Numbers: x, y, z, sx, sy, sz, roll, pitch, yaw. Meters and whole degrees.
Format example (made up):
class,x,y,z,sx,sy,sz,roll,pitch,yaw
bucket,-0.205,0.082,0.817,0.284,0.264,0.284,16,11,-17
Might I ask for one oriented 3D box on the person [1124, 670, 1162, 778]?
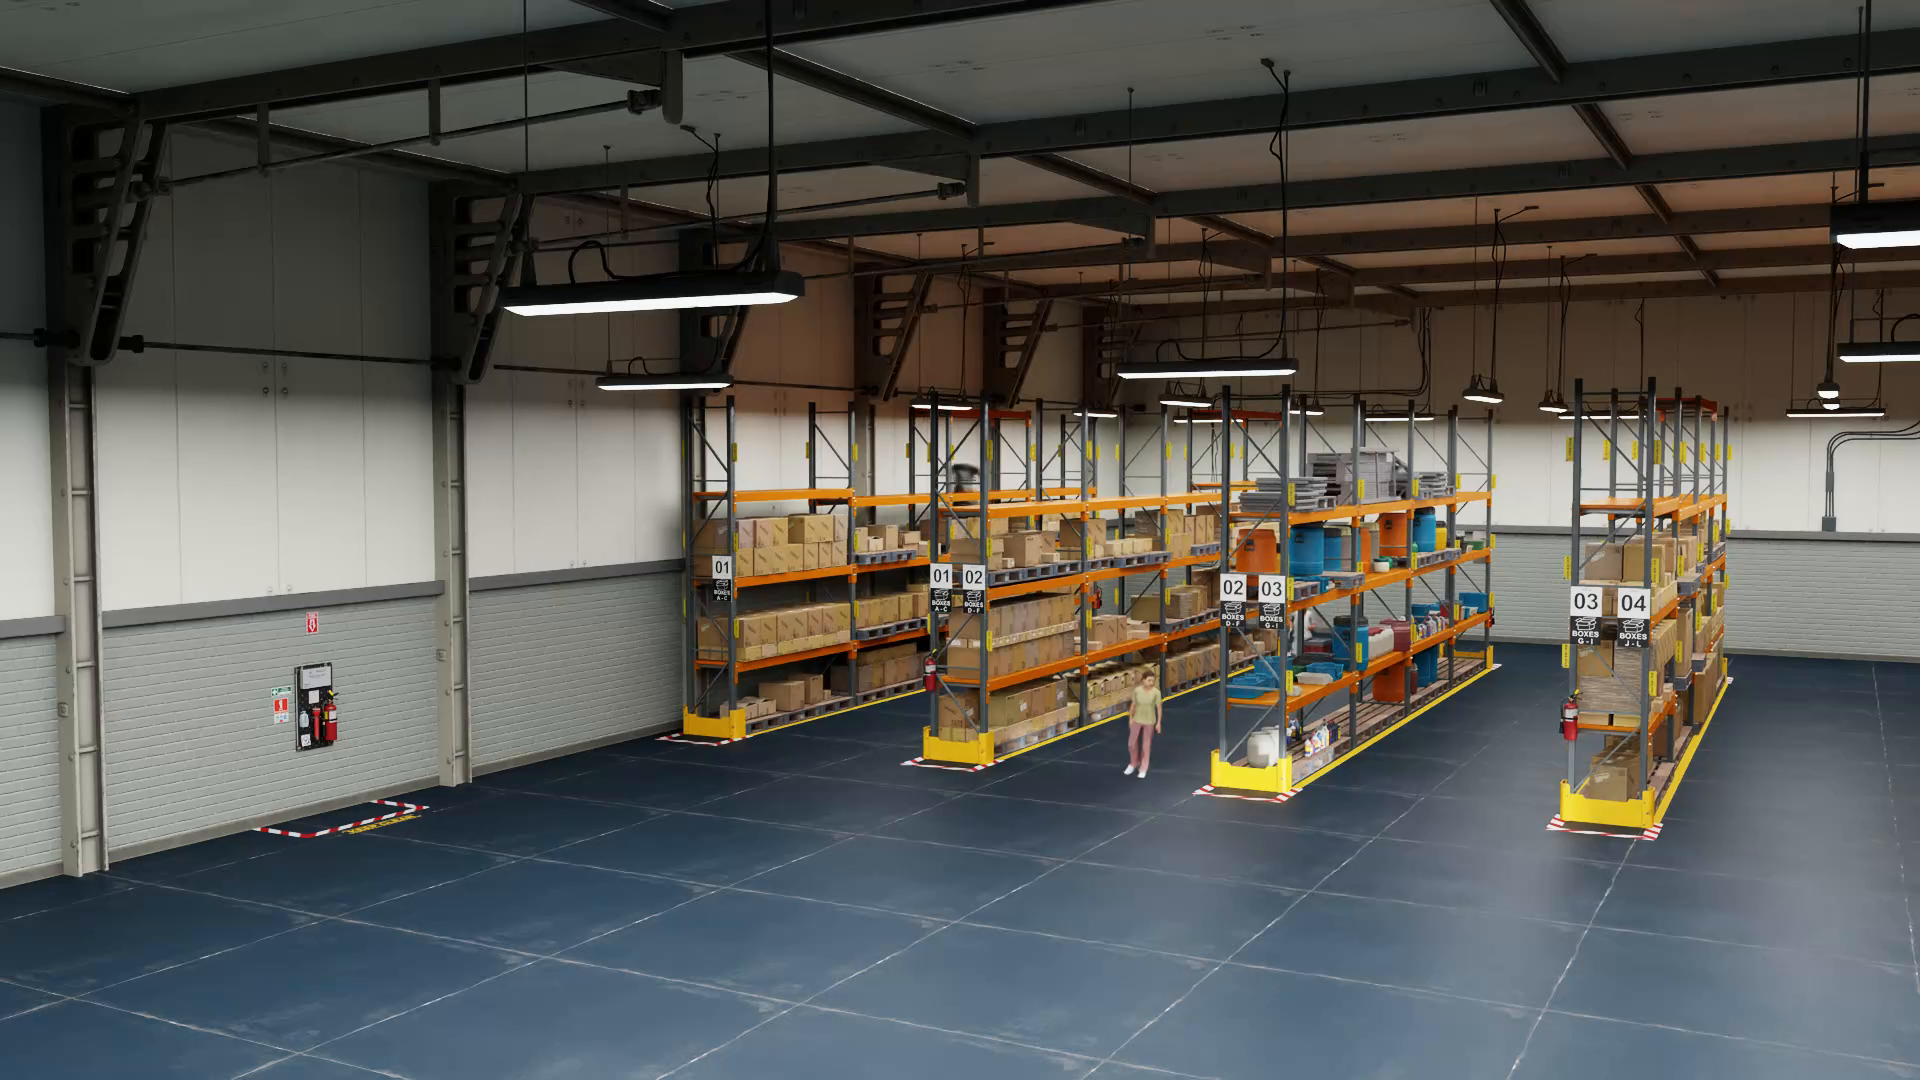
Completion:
class,x,y,z,sx,sy,sz,roll,pitch,yaw
person,2.800,2.810,25.469,0.577,1.651,0.431,1,3,12

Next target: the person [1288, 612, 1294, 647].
class,x,y,z,sx,sy,sz,roll,pitch,yaw
person,8.415,1.968,43.048,0.613,1.663,0.935,-1,3,-17

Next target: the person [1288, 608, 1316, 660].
class,x,y,z,sx,sy,sz,roll,pitch,yaw
person,7.541,2.176,36.708,0.639,1.783,0.703,1,3,15
